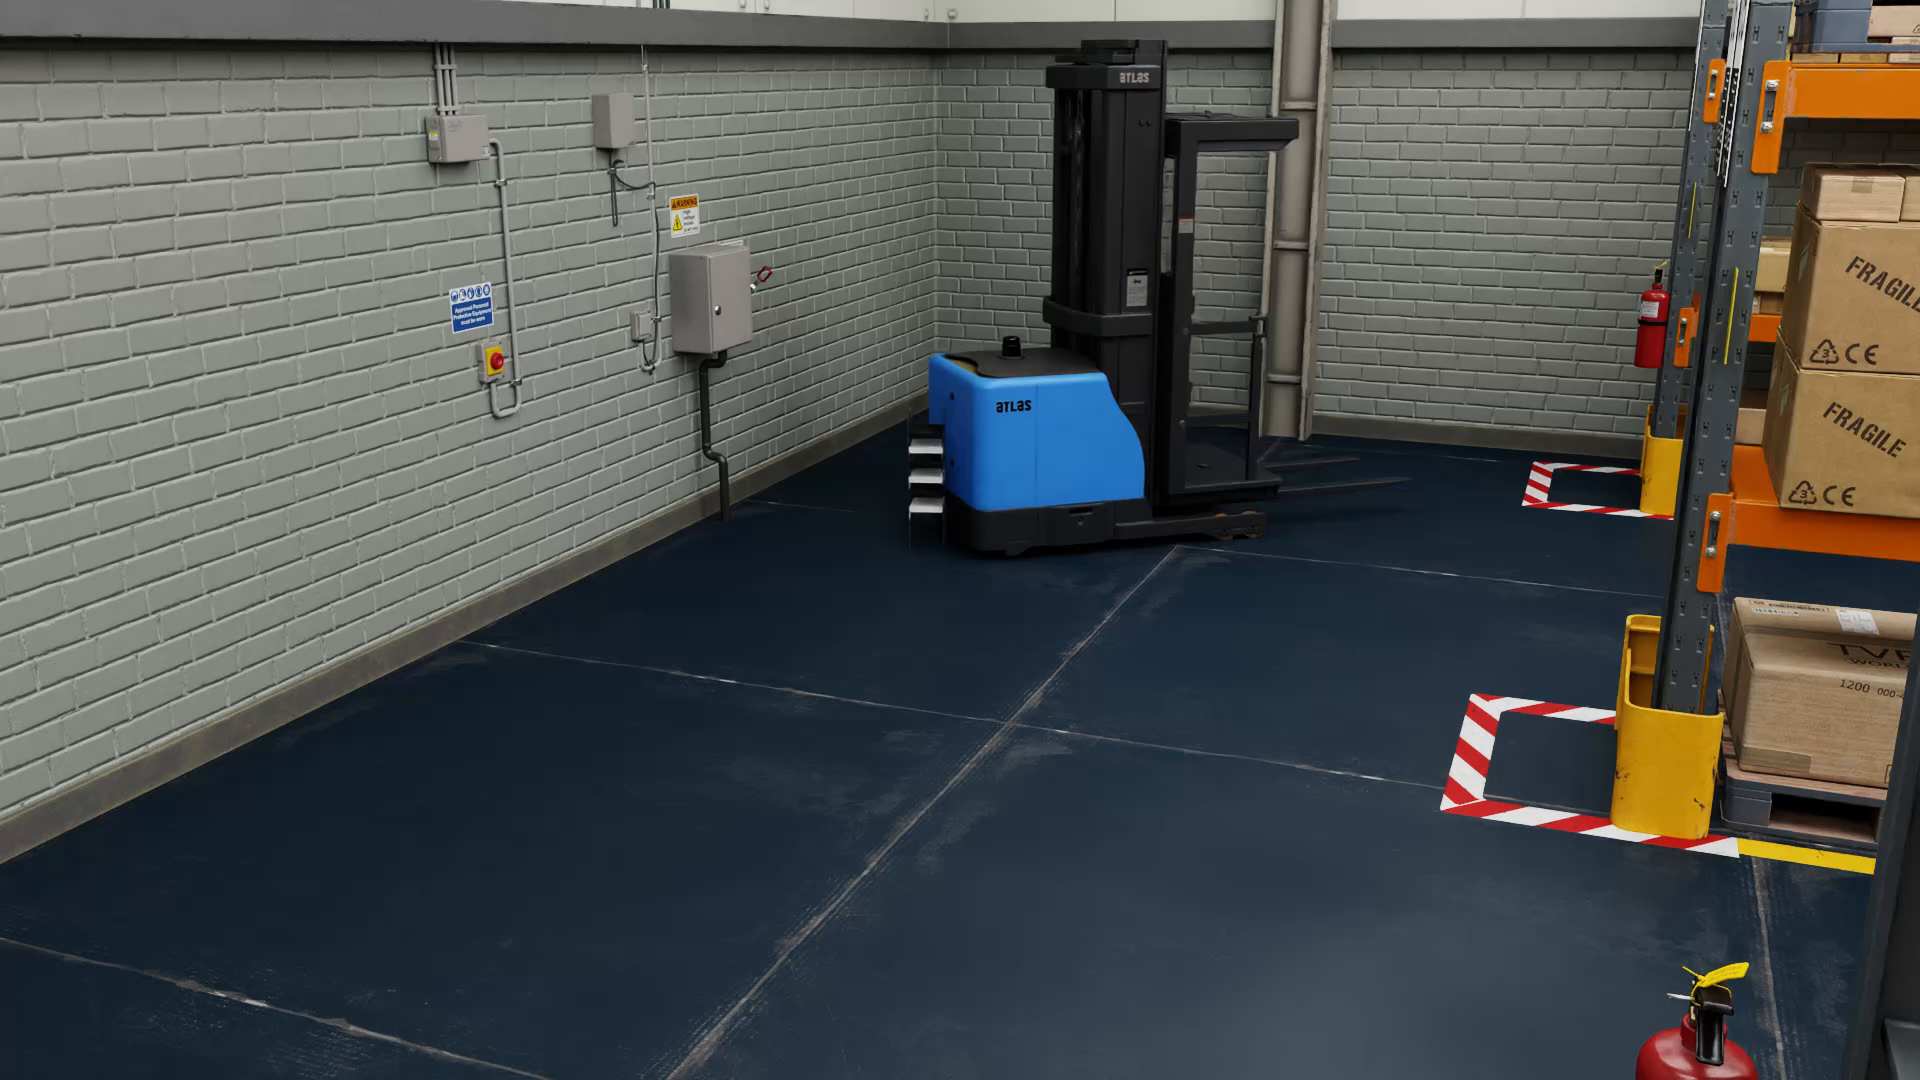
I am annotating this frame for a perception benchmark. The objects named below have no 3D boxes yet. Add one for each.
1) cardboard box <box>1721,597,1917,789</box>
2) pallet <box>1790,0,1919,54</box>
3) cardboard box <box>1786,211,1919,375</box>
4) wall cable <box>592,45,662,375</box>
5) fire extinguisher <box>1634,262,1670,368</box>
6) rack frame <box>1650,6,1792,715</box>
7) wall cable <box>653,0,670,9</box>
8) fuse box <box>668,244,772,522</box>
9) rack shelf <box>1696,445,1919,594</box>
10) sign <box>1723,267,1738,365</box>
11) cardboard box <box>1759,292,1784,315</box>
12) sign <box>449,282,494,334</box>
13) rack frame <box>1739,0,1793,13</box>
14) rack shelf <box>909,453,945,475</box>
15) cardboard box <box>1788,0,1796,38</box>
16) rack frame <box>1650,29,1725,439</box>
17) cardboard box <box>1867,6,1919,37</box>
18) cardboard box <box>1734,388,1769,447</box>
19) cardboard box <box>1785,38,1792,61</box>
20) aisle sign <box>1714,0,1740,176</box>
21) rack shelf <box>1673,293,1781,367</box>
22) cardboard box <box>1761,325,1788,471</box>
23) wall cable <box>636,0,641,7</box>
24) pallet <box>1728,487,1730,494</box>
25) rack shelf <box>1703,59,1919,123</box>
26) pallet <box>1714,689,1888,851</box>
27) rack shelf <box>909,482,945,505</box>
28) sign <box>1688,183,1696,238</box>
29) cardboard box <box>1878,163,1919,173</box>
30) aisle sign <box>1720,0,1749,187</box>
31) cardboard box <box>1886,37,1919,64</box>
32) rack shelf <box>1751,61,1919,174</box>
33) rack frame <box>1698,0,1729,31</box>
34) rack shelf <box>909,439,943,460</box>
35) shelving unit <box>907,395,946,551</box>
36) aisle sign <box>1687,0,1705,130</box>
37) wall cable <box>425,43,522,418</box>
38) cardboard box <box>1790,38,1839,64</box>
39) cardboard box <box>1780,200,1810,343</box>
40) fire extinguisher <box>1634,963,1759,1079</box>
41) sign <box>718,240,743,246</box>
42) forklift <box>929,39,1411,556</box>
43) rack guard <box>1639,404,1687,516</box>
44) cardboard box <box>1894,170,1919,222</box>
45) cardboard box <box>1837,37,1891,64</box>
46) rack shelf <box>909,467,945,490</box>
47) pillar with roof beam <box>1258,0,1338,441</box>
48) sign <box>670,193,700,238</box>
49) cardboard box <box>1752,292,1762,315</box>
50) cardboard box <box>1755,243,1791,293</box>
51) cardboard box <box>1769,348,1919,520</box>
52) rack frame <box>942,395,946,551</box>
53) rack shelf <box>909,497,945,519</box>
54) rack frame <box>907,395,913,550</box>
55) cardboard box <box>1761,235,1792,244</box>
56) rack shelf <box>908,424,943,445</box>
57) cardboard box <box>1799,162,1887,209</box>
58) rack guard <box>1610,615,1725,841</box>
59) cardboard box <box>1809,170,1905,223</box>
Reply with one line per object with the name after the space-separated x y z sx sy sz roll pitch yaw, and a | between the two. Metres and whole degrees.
3.539 0.602 6.562 0.875 0.438 0.875 6 17 19 | cardboard box
3.583 -1.793 5.748 1.213 0.211 1.003 6 17 21 | pallet
3.231 -0.873 5.829 0.500 0.500 0.500 6 17 19 | cardboard box
-1.856 -1.896 9.502 0.122 1.984 0.588 6 17 21 | wall cable
4.400 -1.435 10.544 0.183 0.674 0.296 6 17 21 | fire extinguisher
2.889 -0.468 6.406 0.127 3.000 1.000 6 17 21 | rack frame
-1.171 -4.789 10.464 0.133 3.039 2.988 6 17 21 | wall cable
-1.459 -0.950 10.377 0.414 1.711 0.539 6 17 21 | fuse box
4.749 0.082 5.802 4.000 0.370 1.077 6 17 21 | rack shelf
2.679 -0.779 5.781 0.005 0.325 0.100 6 17 21 | sign
5.165 -1.516 10.468 0.250 0.149 0.380 7 18 22 | cardboard box
-2.440 -1.162 8.313 0.001 0.218 0.327 6 17 21 | sign
2.889 -3.349 5.570 0.127 3.000 1.000 6 17 21 | rack frame
-0.197 -0.456 9.927 0.200 0.077 0.258 1 16 3 | rack shelf
5.019 -3.151 10.003 0.500 0.250 0.500 6 17 20 | cardboard box
4.706 -1.756 10.842 0.127 3.000 1.000 6 17 21 | rack frame
5.499 -3.104 9.842 0.500 0.250 0.500 7 17 22 | cardboard box
5.241 -0.672 10.831 0.637 0.503 0.797 6 17 18 | cardboard box
4.918 -2.983 10.139 0.250 0.149 0.380 7 17 22 | cardboard box
2.935 -1.804 6.346 0.004 0.787 0.394 6 17 21 | aisle sign
6.567 -1.206 10.237 4.000 0.370 1.077 6 17 21 | rack shelf
3.434 -0.536 6.459 0.500 0.500 0.500 6 17 21 | cardboard box
-2.228 -4.053 7.993 0.029 3.000 2.355 6 17 21 | wall cable
5.519 -0.328 10.924 1.213 0.211 1.003 6 17 21 | pallet
6.567 -2.646 9.819 4.000 0.370 1.077 6 17 21 | rack shelf
3.661 0.933 6.583 1.213 0.211 1.003 6 17 21 | pallet
-0.197 -0.283 9.978 0.200 0.077 0.258 1 16 3 | rack shelf
4.507 -2.031 10.236 0.005 0.325 0.100 6 17 21 | sign
3.541 -1.303 6.147 0.250 0.149 0.380 7 17 22 | cardboard box
2.715 -1.649 5.810 0.004 0.787 0.394 6 17 21 | aisle sign
5.598 -2.880 9.784 0.250 0.149 0.380 7 17 22 | cardboard box
4.749 -1.359 5.384 4.000 0.370 1.077 6 17 21 | rack shelf
4.706 -4.637 10.005 0.127 3.000 1.000 6 17 21 | rack frame
-0.197 -0.543 9.902 0.200 0.077 0.258 1 16 3 | rack shelf
-0.197 -0.402 9.943 0.210 0.900 0.258 1 16 3 | shelving unit
4.535 -2.935 10.241 0.004 0.787 0.394 6 17 21 | aisle sign
-2.365 -1.542 8.226 0.123 1.953 0.585 6 17 21 | wall cable
5.171 -2.963 10.070 0.250 0.149 0.380 7 17 22 | cardboard box
3.424 -1.009 6.296 0.500 0.500 0.500 7 18 22 | cardboard box
1.101 0.897 2.512 0.183 0.674 0.296 6 17 21 | fire extinguisher
-1.470 -1.672 10.725 0.001 0.494 0.329 6 17 21 | sign
1.367 -1.537 10.211 3.031 2.935 1.130 -5 17 -18 | forklift
4.777 -0.548 11.164 0.348 0.500 1.175 6 17 21 | rack guard
3.387 -1.191 5.761 0.250 0.149 0.380 7 17 22 | cardboard box
5.403 -2.932 9.964 0.250 0.149 0.380 6 17 21 | cardboard box
-0.197 -0.370 9.953 0.200 0.077 0.258 1 16 3 | rack shelf
0.949 -4.030 7.915 0.400 9.000 9.100 6 17 21 | pillar with roof beam
-1.672 -1.972 10.106 0.001 0.242 0.339 6 17 21 | sign
4.911 -1.530 10.516 0.250 0.149 0.380 6 17 20 | cardboard box
5.030 -1.710 10.421 0.500 0.250 0.500 6 17 21 | cardboard box
3.230 -0.393 5.967 0.500 0.500 0.500 6 17 20 | cardboard box
-0.095 -0.400 9.939 0.006 0.900 0.240 1 16 3 | rack frame
-0.197 -0.197 10.003 0.200 0.077 0.258 1 16 3 | rack shelf
-0.298 -0.403 9.948 0.006 0.900 0.240 1 16 3 | rack frame
5.232 -1.849 10.896 0.500 0.250 0.500 7 18 22 | cardboard box
-0.197 -0.629 9.877 0.200 0.077 0.258 1 16 3 | rack shelf
3.296 -1.323 6.215 0.250 0.149 0.380 7 17 21 | cardboard box
2.866 0.730 6.763 0.348 0.500 1.175 6 17 21 | rack guard
3.117 -1.200 5.790 0.250 0.149 0.380 7 17 22 | cardboard box
